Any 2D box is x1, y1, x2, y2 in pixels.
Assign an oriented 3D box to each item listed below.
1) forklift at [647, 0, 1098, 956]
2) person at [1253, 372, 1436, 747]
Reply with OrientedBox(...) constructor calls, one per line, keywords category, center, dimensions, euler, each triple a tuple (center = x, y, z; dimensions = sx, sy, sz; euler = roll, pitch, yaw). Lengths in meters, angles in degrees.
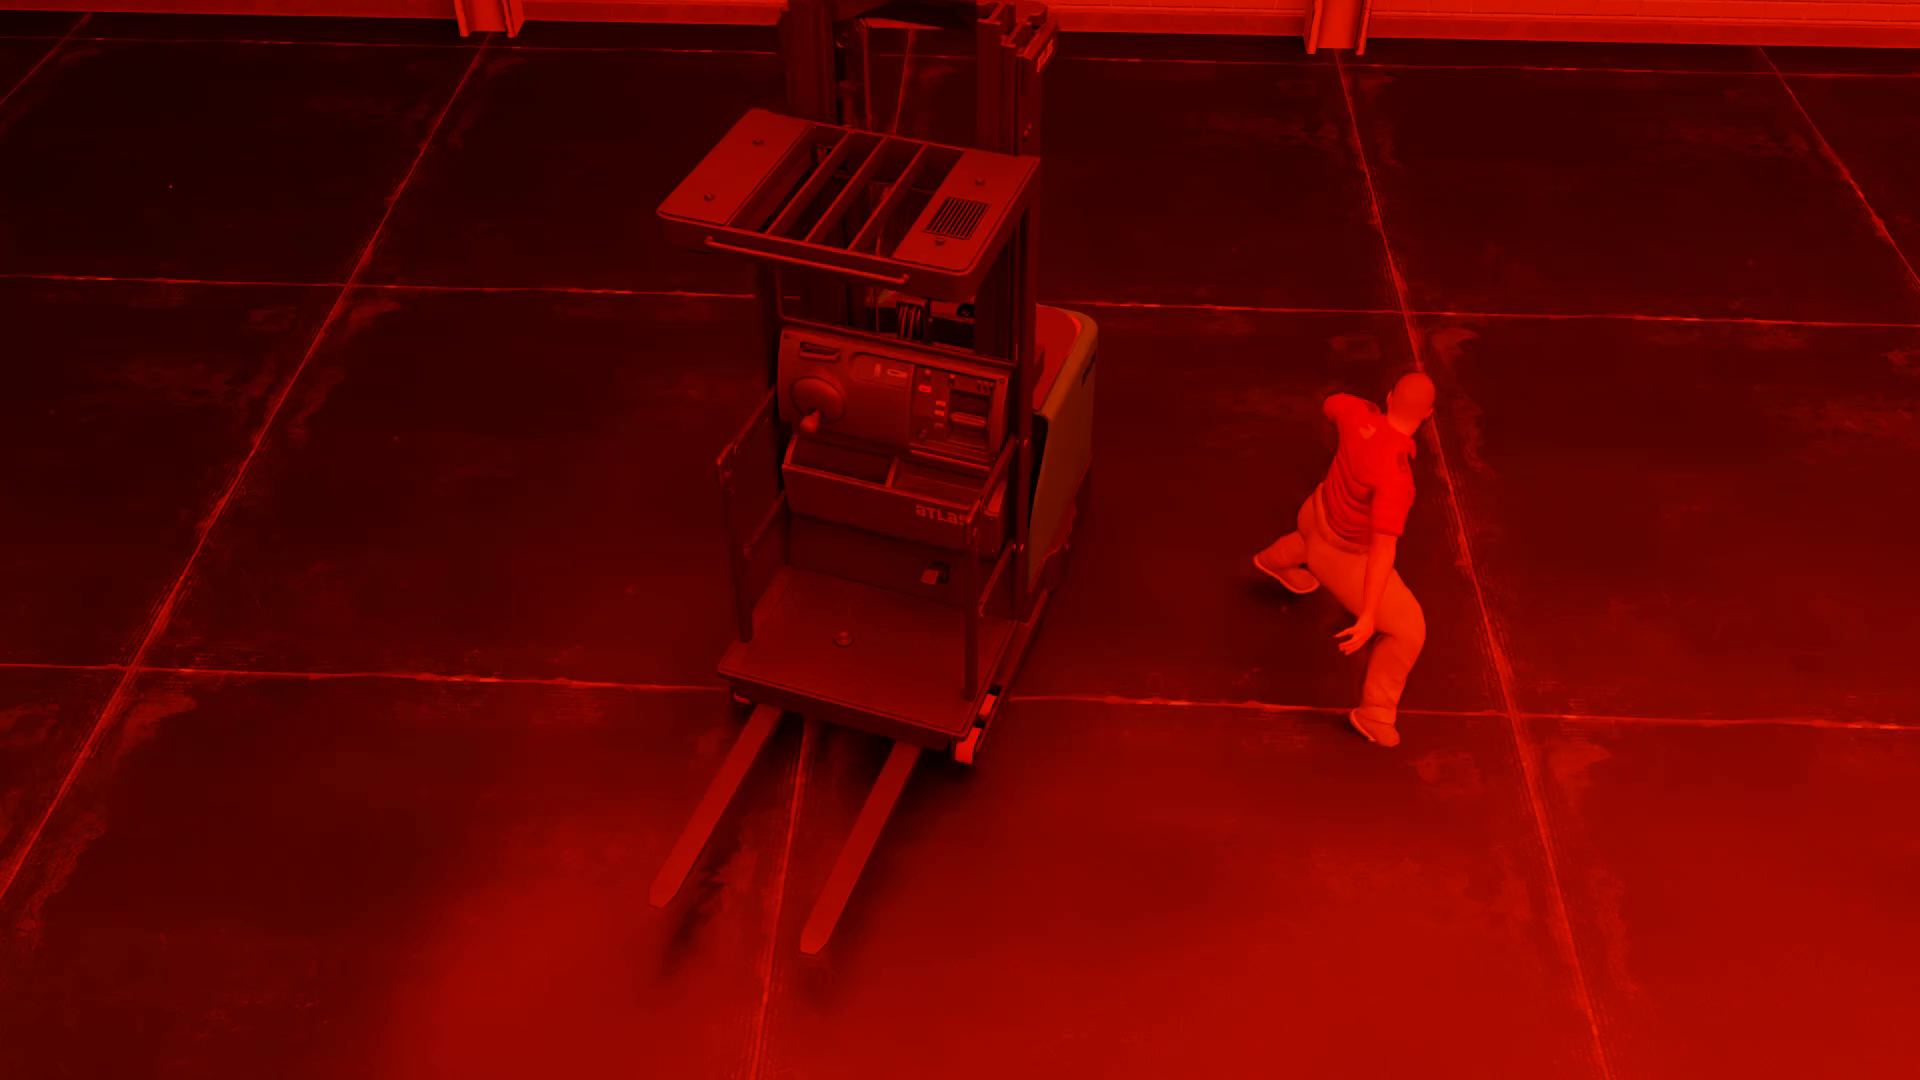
OrientedBox(category="forklift", center=(-0.335, -0.466, 6.253), dimensions=(1.130, 2.935, 3.031), euler=(13, 44, 14))
OrientedBox(category="person", center=(1.630, 0.042, 6.781), dimensions=(0.557, 1.664, 1.180), euler=(-1, 42, -2))
